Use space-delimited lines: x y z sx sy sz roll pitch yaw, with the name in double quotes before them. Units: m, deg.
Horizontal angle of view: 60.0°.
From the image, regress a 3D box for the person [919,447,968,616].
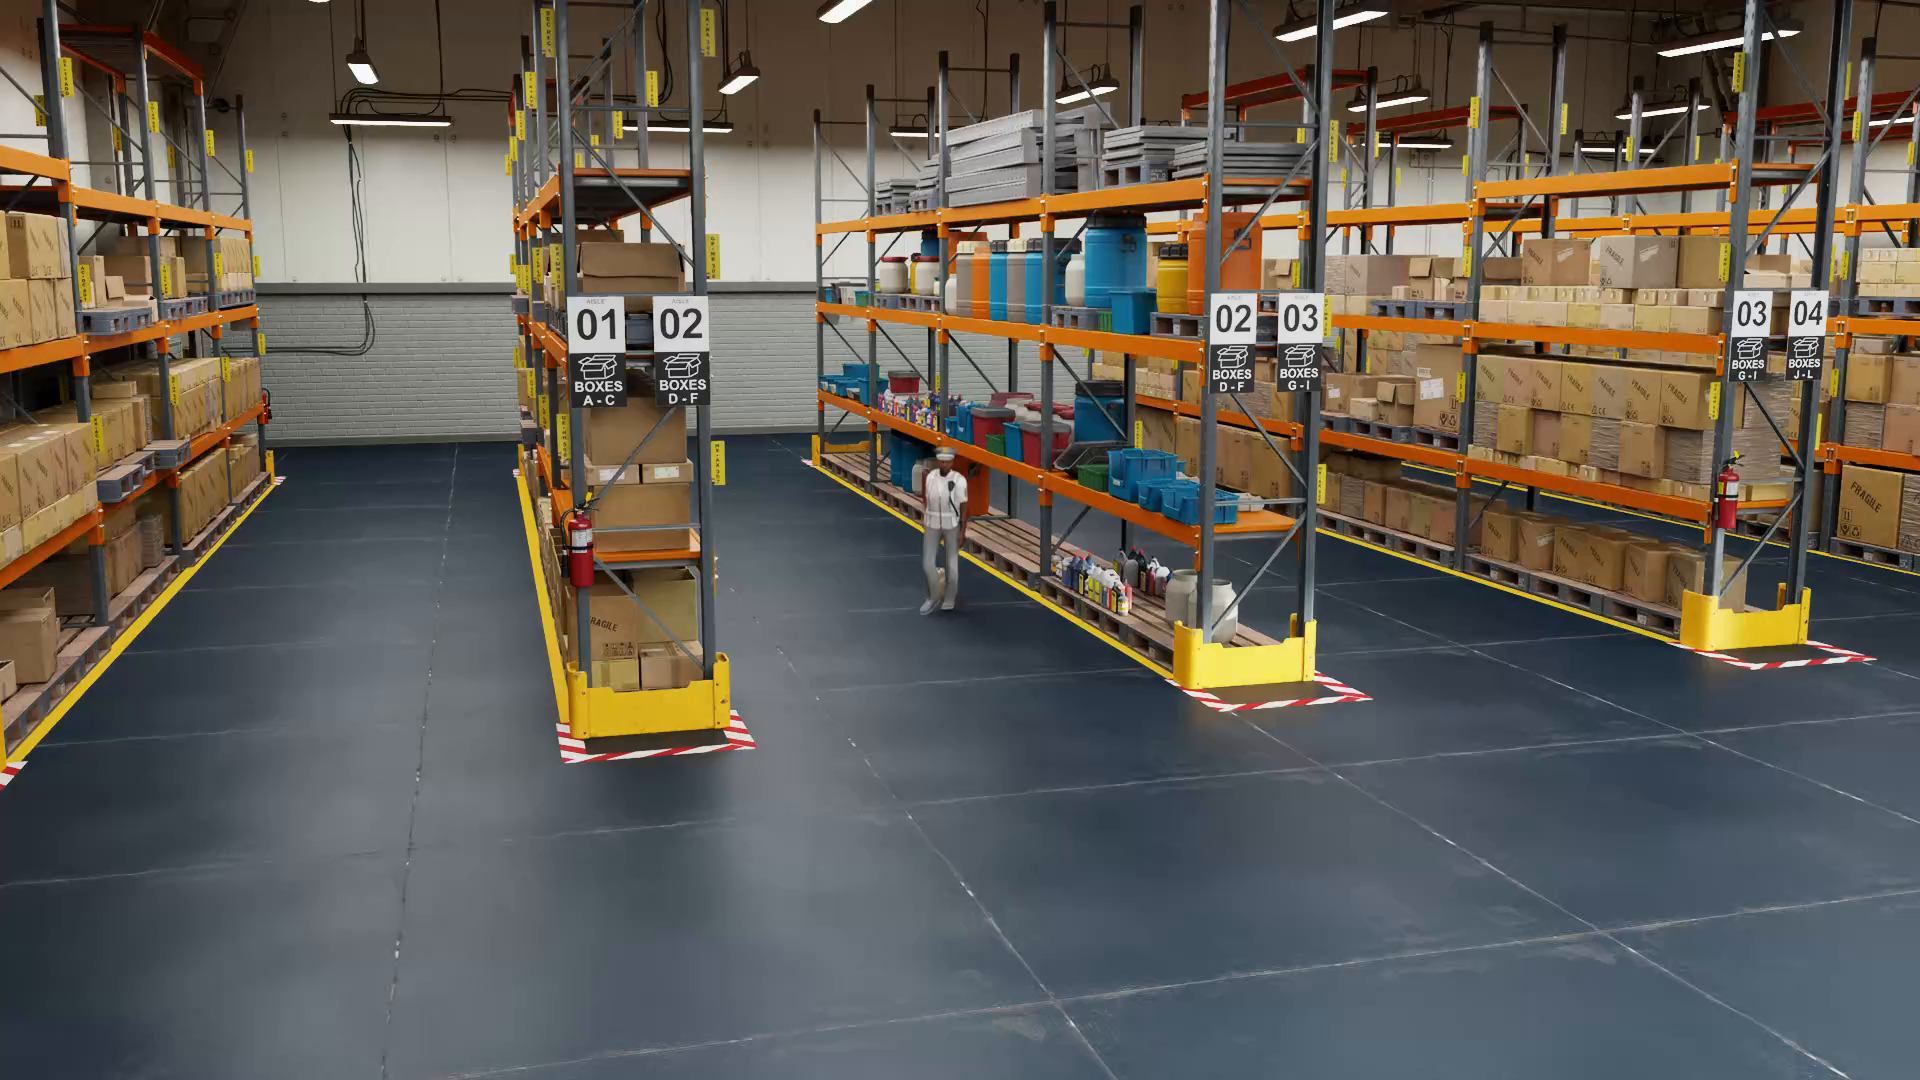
"person" -0.146 -0.104 16.431 0.477 1.684 0.525 2 10 11
